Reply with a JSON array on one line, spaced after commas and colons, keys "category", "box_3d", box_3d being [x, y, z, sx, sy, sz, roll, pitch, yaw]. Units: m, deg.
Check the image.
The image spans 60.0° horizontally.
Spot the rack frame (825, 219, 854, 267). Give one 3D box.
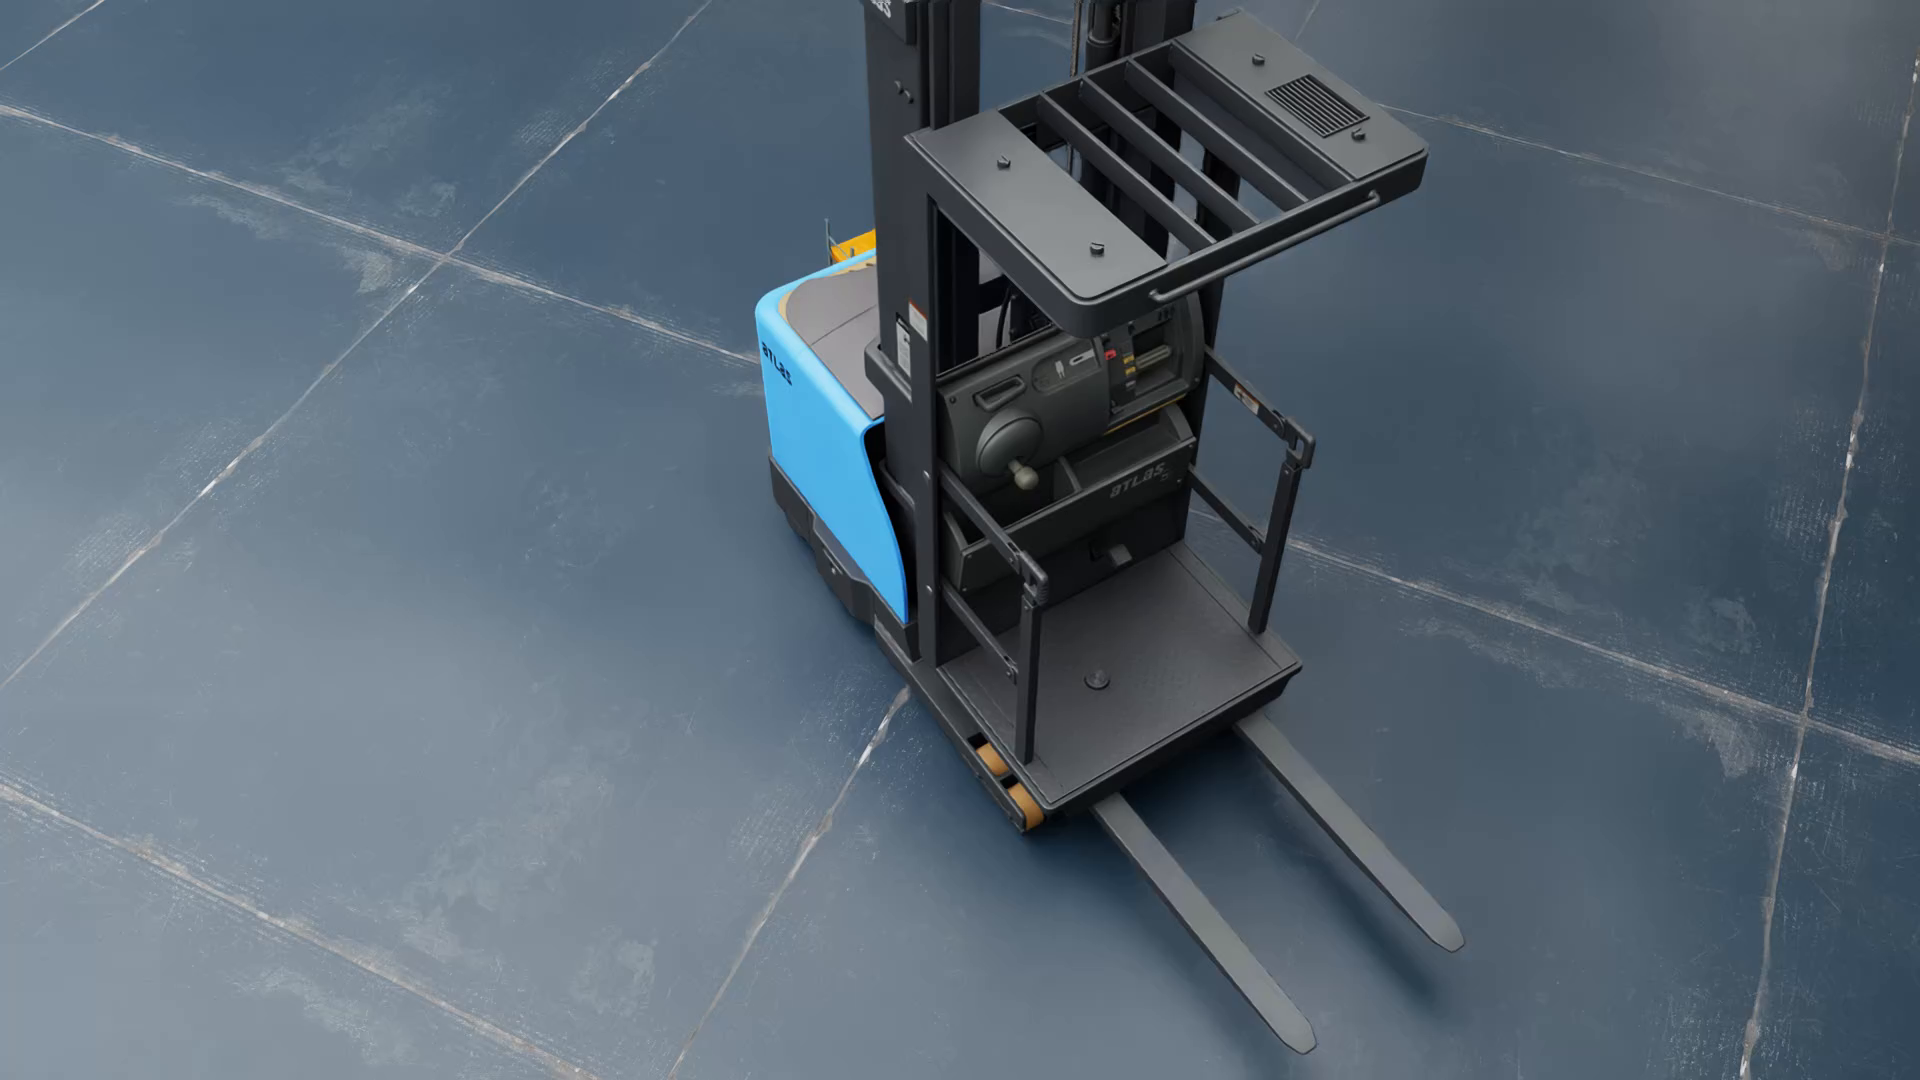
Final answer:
[{"category": "rack frame", "box_3d": [-0.446, -0.793, 6.550, 0.008, 1.050, 0.200, -26, 54, -21]}]

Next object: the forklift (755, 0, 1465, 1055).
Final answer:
[{"category": "forklift", "box_3d": [0.479, -0.372, 4.957, 1.130, 2.935, 3.031, -26, 54, -21]}]

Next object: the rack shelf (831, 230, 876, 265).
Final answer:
[{"category": "rack shelf", "box_3d": [-0.344, -1.021, 6.385, 0.240, 0.259, 0.215, -26, 54, -21]}]

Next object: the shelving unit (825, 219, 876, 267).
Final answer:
[{"category": "shelving unit", "box_3d": [-0.344, -0.843, 6.593, 0.252, 1.050, 0.215, -26, 54, -21]}]
